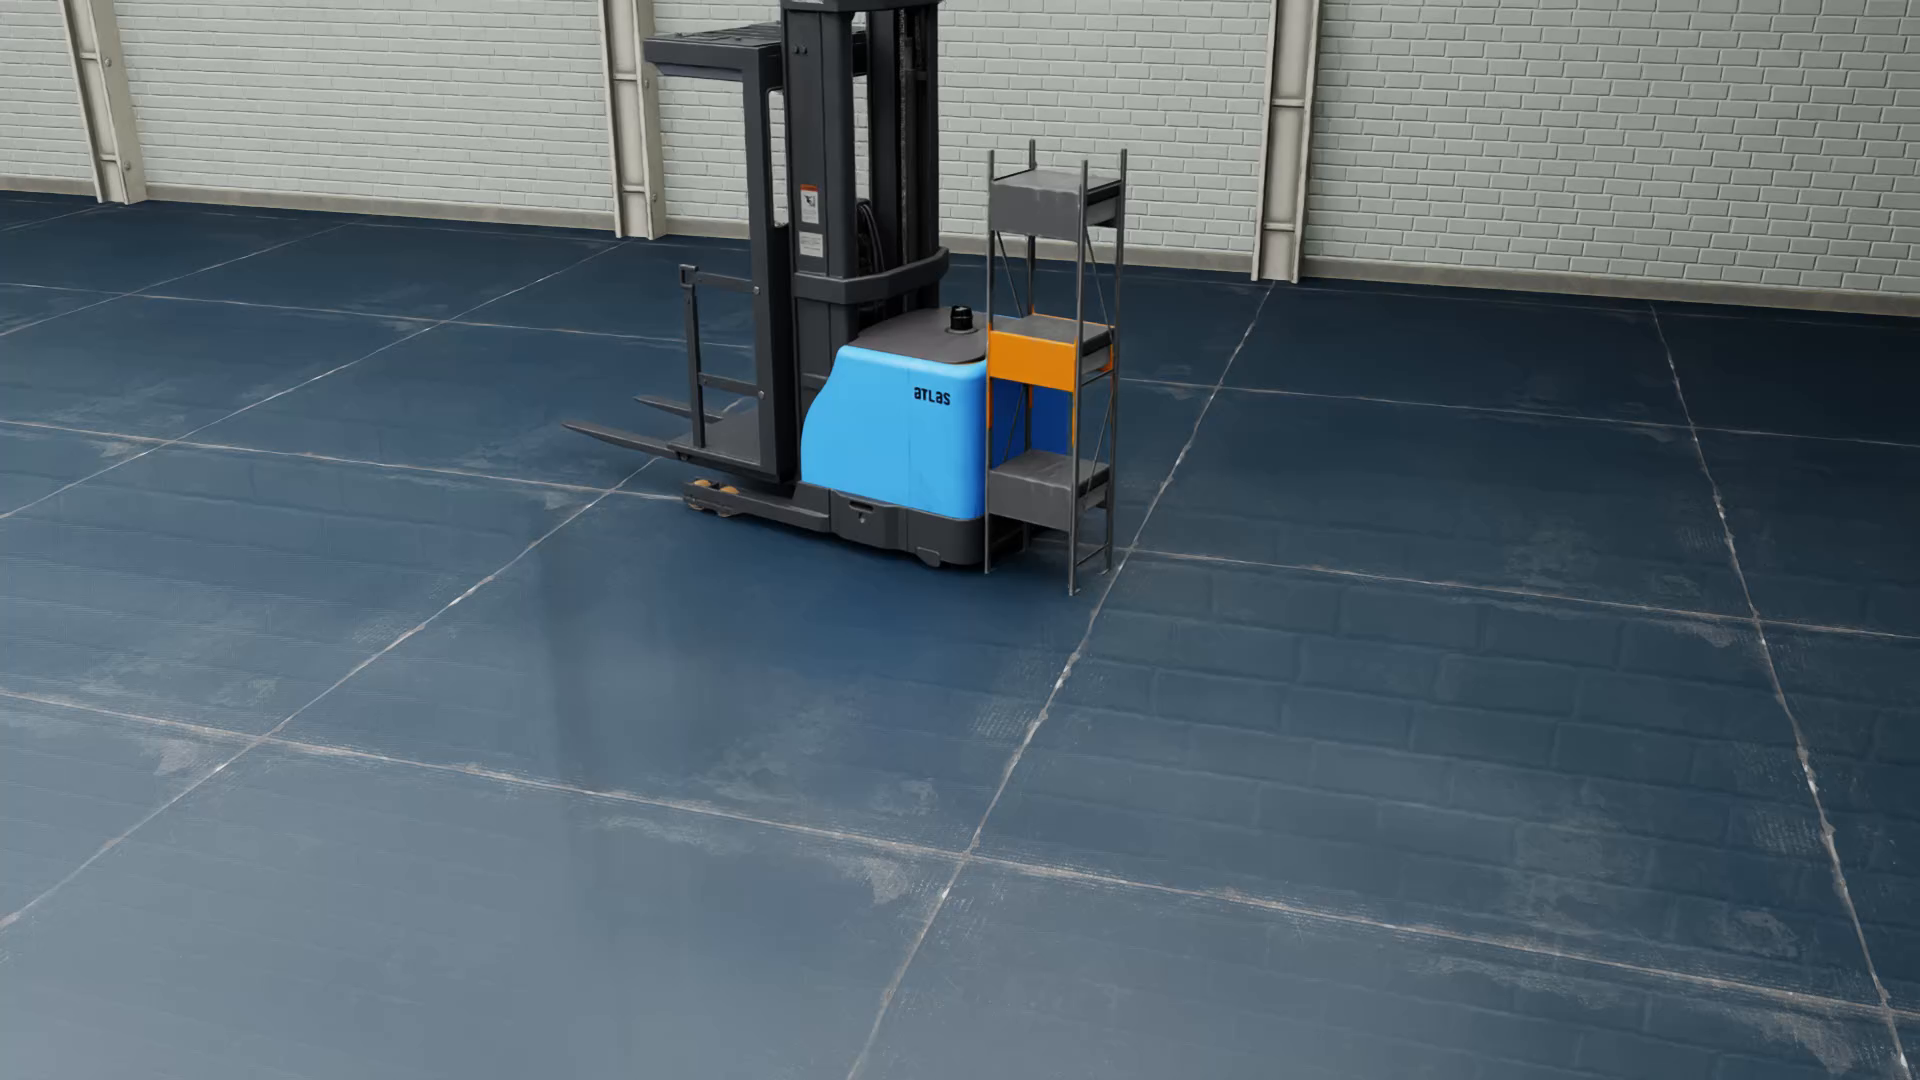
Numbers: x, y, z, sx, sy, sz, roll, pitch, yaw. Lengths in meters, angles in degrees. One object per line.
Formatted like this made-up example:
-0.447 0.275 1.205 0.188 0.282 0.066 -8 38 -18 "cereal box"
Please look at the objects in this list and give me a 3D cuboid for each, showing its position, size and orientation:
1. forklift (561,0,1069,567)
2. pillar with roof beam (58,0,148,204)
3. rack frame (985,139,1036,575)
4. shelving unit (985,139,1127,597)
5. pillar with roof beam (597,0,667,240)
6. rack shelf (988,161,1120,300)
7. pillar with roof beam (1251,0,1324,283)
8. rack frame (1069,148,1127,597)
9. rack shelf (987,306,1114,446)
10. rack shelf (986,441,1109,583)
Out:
-0.924 -1.631 8.885 3.031 2.935 1.130 14 26 31 "forklift"
-10.020 -6.162 11.934 0.400 9.000 9.100 7 23 16 "pillar with roof beam"
0.241 -0.858 8.096 0.015 2.100 0.400 14 26 31 "rack frame"
0.445 -0.807 7.972 0.503 2.100 0.431 14 26 31 "shelving unit"
-4.276 -5.504 10.331 0.400 9.000 9.100 7 23 16 "pillar with roof beam"
0.445 -1.442 7.711 0.480 0.518 0.431 14 26 31 "rack shelf"
1.468 -4.846 8.727 0.400 9.000 9.100 7 23 16 "pillar with roof beam"
0.649 -0.756 7.847 0.015 2.100 0.400 14 26 31 "rack frame"
0.445 -0.795 7.977 0.480 0.518 0.431 14 26 31 "rack shelf"
0.445 -0.147 8.242 0.480 0.518 0.431 14 26 31 "rack shelf"
